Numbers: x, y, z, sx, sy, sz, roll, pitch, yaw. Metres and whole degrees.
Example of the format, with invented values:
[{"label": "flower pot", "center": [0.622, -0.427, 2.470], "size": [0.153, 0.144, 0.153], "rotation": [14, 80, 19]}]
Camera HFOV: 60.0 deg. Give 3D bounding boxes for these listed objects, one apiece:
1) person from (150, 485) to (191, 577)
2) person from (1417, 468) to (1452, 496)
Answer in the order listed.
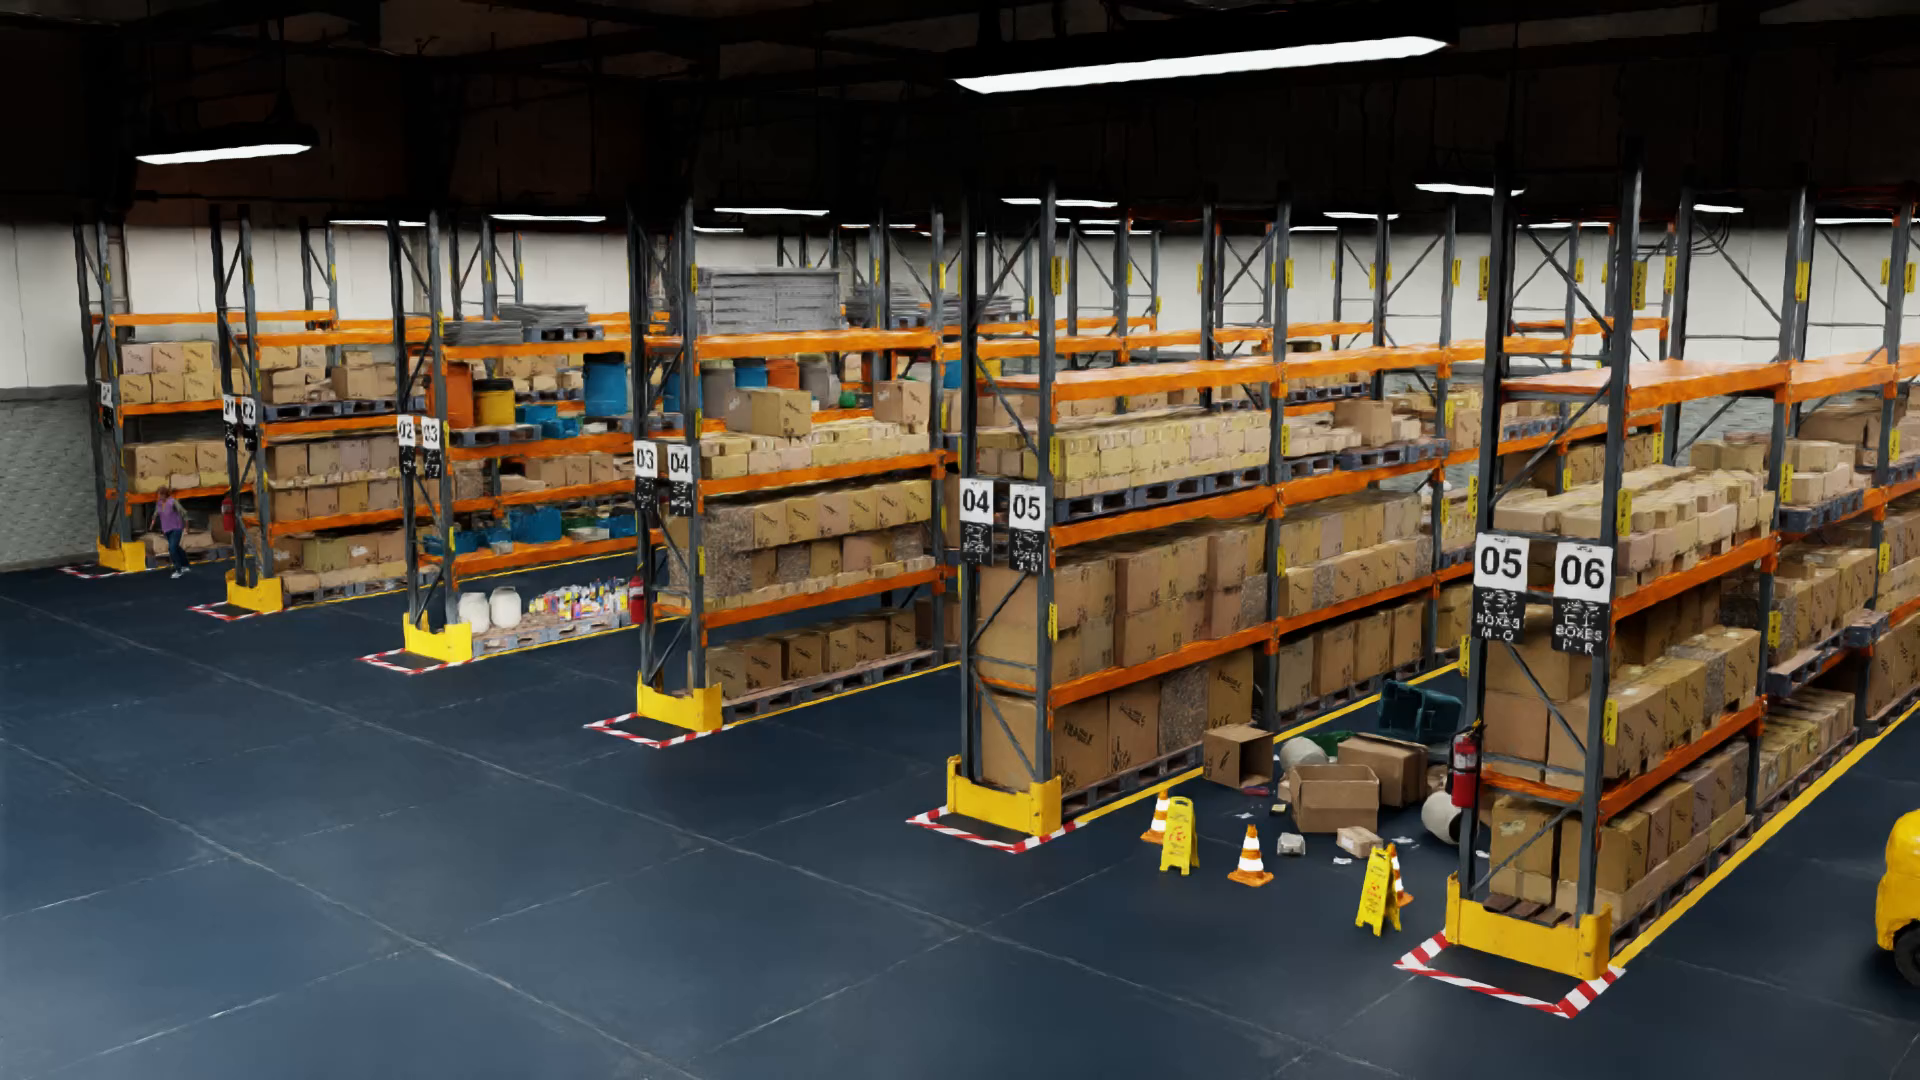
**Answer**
[{"label": "person", "center": [-13.053, -0.169, 27.605], "size": [0.574, 1.535, 0.749], "rotation": [4, 10, 21]}, {"label": "person", "center": [8.206, -0.450, 28.838], "size": [0.719, 1.714, 0.577], "rotation": [8, 12, 38]}]
